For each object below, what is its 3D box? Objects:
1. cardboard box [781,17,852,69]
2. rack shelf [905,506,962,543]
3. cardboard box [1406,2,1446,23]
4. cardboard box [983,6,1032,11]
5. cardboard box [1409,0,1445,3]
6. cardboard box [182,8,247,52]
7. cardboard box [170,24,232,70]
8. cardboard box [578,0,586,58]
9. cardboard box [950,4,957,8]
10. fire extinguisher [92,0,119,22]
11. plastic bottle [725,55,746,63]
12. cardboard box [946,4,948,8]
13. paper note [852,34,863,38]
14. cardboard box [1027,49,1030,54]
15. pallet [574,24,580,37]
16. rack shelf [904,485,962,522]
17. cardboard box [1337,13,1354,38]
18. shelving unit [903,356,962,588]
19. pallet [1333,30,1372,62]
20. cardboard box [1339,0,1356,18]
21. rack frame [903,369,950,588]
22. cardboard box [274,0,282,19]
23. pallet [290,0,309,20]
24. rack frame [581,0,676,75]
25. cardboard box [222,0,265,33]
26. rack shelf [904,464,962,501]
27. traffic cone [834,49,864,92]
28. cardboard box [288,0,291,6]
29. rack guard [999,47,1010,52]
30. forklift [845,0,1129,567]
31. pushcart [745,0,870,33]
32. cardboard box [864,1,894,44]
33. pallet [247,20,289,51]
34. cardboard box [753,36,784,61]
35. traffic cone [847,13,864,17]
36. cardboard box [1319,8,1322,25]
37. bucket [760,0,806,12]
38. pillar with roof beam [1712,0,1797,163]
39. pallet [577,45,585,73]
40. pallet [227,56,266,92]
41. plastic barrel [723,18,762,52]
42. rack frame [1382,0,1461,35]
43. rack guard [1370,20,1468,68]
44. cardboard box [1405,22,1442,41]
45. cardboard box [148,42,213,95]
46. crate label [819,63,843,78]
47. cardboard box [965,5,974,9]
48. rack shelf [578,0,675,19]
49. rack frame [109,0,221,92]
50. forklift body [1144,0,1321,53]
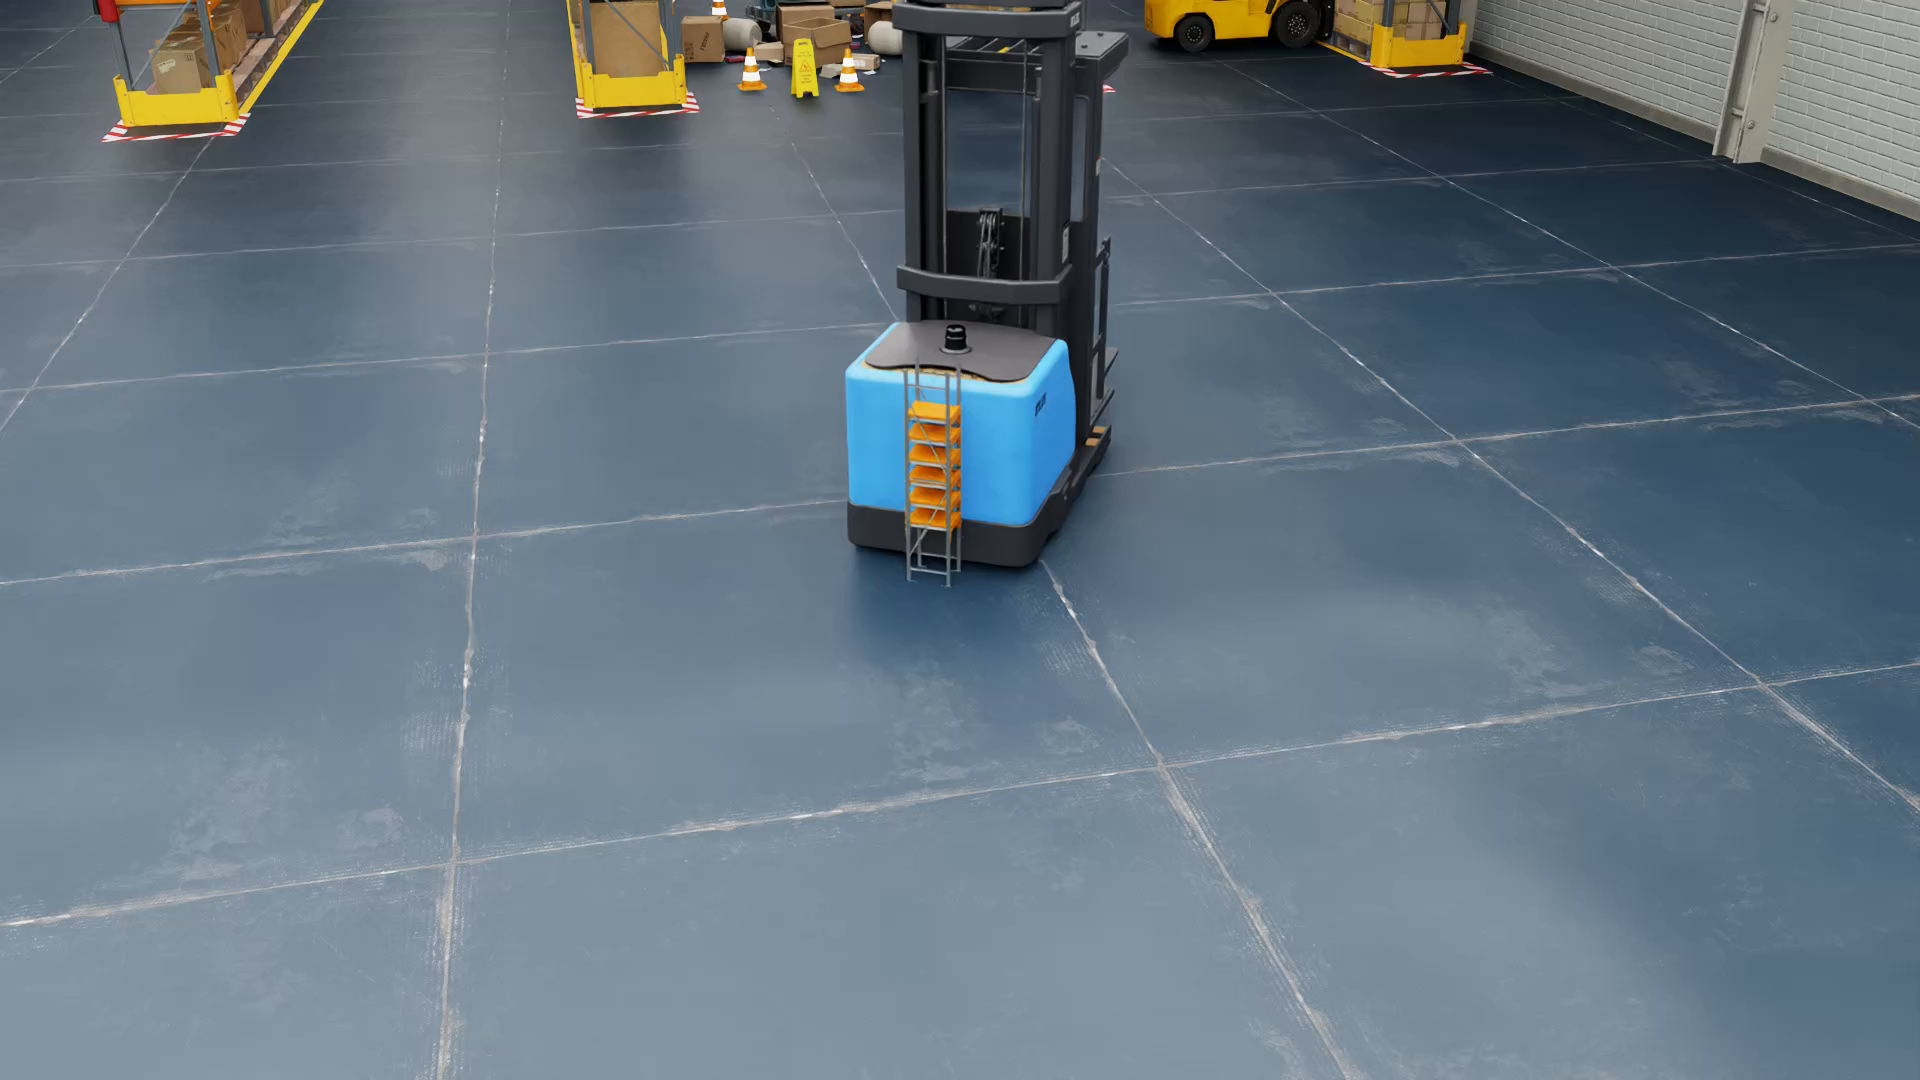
[{"bbox_3d":[-1.836,-6.373,21.319,0.637,0.503,0.797,19,32,32],"label":"cardboard box"},{"bbox_3d":[-0.139,-0.084,8.717,0.258,0.103,0.180,8,28,15],"label":"rack shelf"},{"bbox_3d":[5.958,-6.890,21.603,0.500,0.250,0.500,-5,27,-11],"label":"cardboard box"},{"bbox_3d":[0.592,-6.594,20.738,0.500,0.500,0.500,-6,27,-11],"label":"cardboard box"},{"bbox_3d":[5.938,-7.116,21.496,0.500,0.250,0.500,-6,27,-12],"label":"cardboard box"},{"bbox_3d":[-9.342,-6.365,20.839,0.500,0.500,0.500,2,27,5],"label":"cardboard box"},{"bbox_3d":[-9.044,-5.851,19.821,0.500,0.500,0.500,-3,27,-7],"label":"cardboard box"},{"bbox_3d":[-4.191,-6.343,20.380,0.875,0.875,0.875,-6,27,-12],"label":"cardboard box"},{"bbox_3d":[0.127,-7.504,22.542,0.500,0.500,0.500,-5,27,-10],"label":"cardboard box"},{"bbox_3d":[-9.052,-5.836,17.569,0.296,0.674,0.183,-6,27,-12],"label":"fire extinguisher"},{"bbox_3d":[-2.882,-6.225,21.516,0.283,0.061,0.133,-16,31,-29],"label":"plastic bottle"},{"bbox_3d":[-0.005,-7.403,23.175,0.500,0.250,0.500,-7,28,-14],"label":"cardboard box"},{"bbox_3d":[-1.418,-6.999,23.082,0.148,0.019,0.142,-6,27,-12],"label":"paper note"},{"bbox_3d":[0.577,-6.272,20.933,0.500,0.250,0.500,-6,27,-12],"label":"cardboard box"},{"bbox_3d":[-4.922,-7.269,23.418,1.003,0.211,1.213,-6,27,-12],"label":"pallet"},{"bbox_3d":[-0.139,-0.192,8.663,0.258,0.103,0.180,8,28,15],"label":"rack shelf"},{"bbox_3d":[5.345,-6.833,22.044,0.500,0.250,0.500,-6,27,-12],"label":"cardboard box"},{"bbox_3d":[-0.139,-0.338,8.589,0.258,1.200,0.189,8,28,15],"label":"shelving unit"},{"bbox_3d":[5.649,-6.566,22.025,1.003,0.211,1.213,-6,27,-12],"label":"pallet"},{"bbox_3d":[5.345,-7.066,21.951,0.500,0.250,0.500,-6,27,-12],"label":"cardboard box"},{"bbox_3d":[-0.166,-0.299,8.511,0.240,1.200,0.006,8,28,15],"label":"rack frame"},{"bbox_3d":[-9.863,-7.533,23.131,0.700,0.500,0.500,-8,28,-16],"label":"cardboard box"},{"bbox_3d":[-10.257,-7.892,24.651,1.003,0.211,1.213,-6,27,-12],"label":"pallet"},{"bbox_3d":[-3.773,-6.427,18.654,1.000,3.000,0.127,-6,27,-12],"label":"rack frame"},{"bbox_3d":[-9.647,-7.076,22.226,0.700,0.500,0.500,-8,28,-16],"label":"cardboard box"},{"bbox_3d":[-0.139,-0.299,8.609,0.258,0.103,0.180,8,28,15],"label":"rack shelf"},{"bbox_3d":[-1.332,-5.637,19.905,0.336,0.463,0.334,-6,27,-12],"label":"traffic cone"},{"bbox_3d":[-10.123,-8.026,24.108,0.700,0.500,0.500,-8,28,-16],"label":"cardboard box"},{"bbox_3d":[1.010,-5.891,20.367,1.175,0.500,0.348,-6,27,-12],"label":"rack guard"},{"bbox_3d":[0.307,-1.811,9.584,1.130,2.935,3.031,8,28,15],"label":"forklift"},{"bbox_3d":[-2.085,-7.306,23.306,1.648,0.377,0.936,-16,31,-29],"label":"pushcart"},{"bbox_3d":[-0.959,-7.007,22.574,0.500,0.500,0.500,13,30,24],"label":"cardboard box"},{"bbox_3d":[-9.707,-6.820,22.528,1.003,0.211,1.213,-6,27,-12],"label":"pallet"},{"bbox_3d":[-2.493,-6.395,21.625,0.396,0.266,0.258,-1,27,-3],"label":"cardboard box"},{"bbox_3d":[-1.518,-8.000,24.586,0.336,0.463,0.334,-6,27,-12],"label":"traffic cone"},{"bbox_3d":[5.102,-7.279,22.929,0.500,0.250,0.500,-5,27,-10],"label":"cardboard box"},{"bbox_3d":[-2.398,-7.575,22.874,0.726,0.611,0.620,3,17,6],"label":"bucket"},{"bbox_3d":[3.741,-7.484,14.090,9.100,9.000,0.400,-6,27,-12],"label":"pillar with roof beam"},{"bbox_3d":[-4.301,-6.060,21.021,1.003,0.211,1.213,-6,27,-12],"label":"pallet"},{"bbox_3d":[-9.066,-5.651,20.211,1.003,0.211,1.213,-6,27,-12],"label":"pallet"},{"bbox_3d":[-2.925,-6.691,22.036,0.512,0.421,0.421,13,30,24],"label":"plastic barrel"},{"bbox_3d":[5.862,-7.480,20.740,1.000,3.000,0.127,-6,27,-12],"label":"rack frame"},{"bbox_3d":[5.867,-6.353,21.282,1.175,0.500,0.348,-6,27,-12],"label":"rack guard"},{"bbox_3d":[5.942,-6.675,21.731,0.500,0.250,0.500,-6,27,-11],"label":"cardboard box"},{"bbox_3d":[-8.753,-5.315,18.759,0.500,0.500,0.500,-1,27,-2],"label":"cardboard box"},{"bbox_3d":[-1.569,-5.831,20.650,0.250,0.136,0.298,-23,35,-38],"label":"crate label"},{"bbox_3d":[0.364,-7.045,21.632,0.500,0.500,0.500,-7,28,-13],"label":"cardboard box"},{"bbox_3d":[-4.224,-6.984,20.556,1.077,0.370,4.000,-6,27,-12],"label":"rack shelf"},{"bbox_3d":[-8.628,-5.968,17.744,1.000,3.000,0.127,-6,27,-12],"label":"rack frame"},{"bbox_3d":[3.657,-7.748,22.213,2.313,2.155,1.214,-6,27,-12],"label":"forklift body"}]
